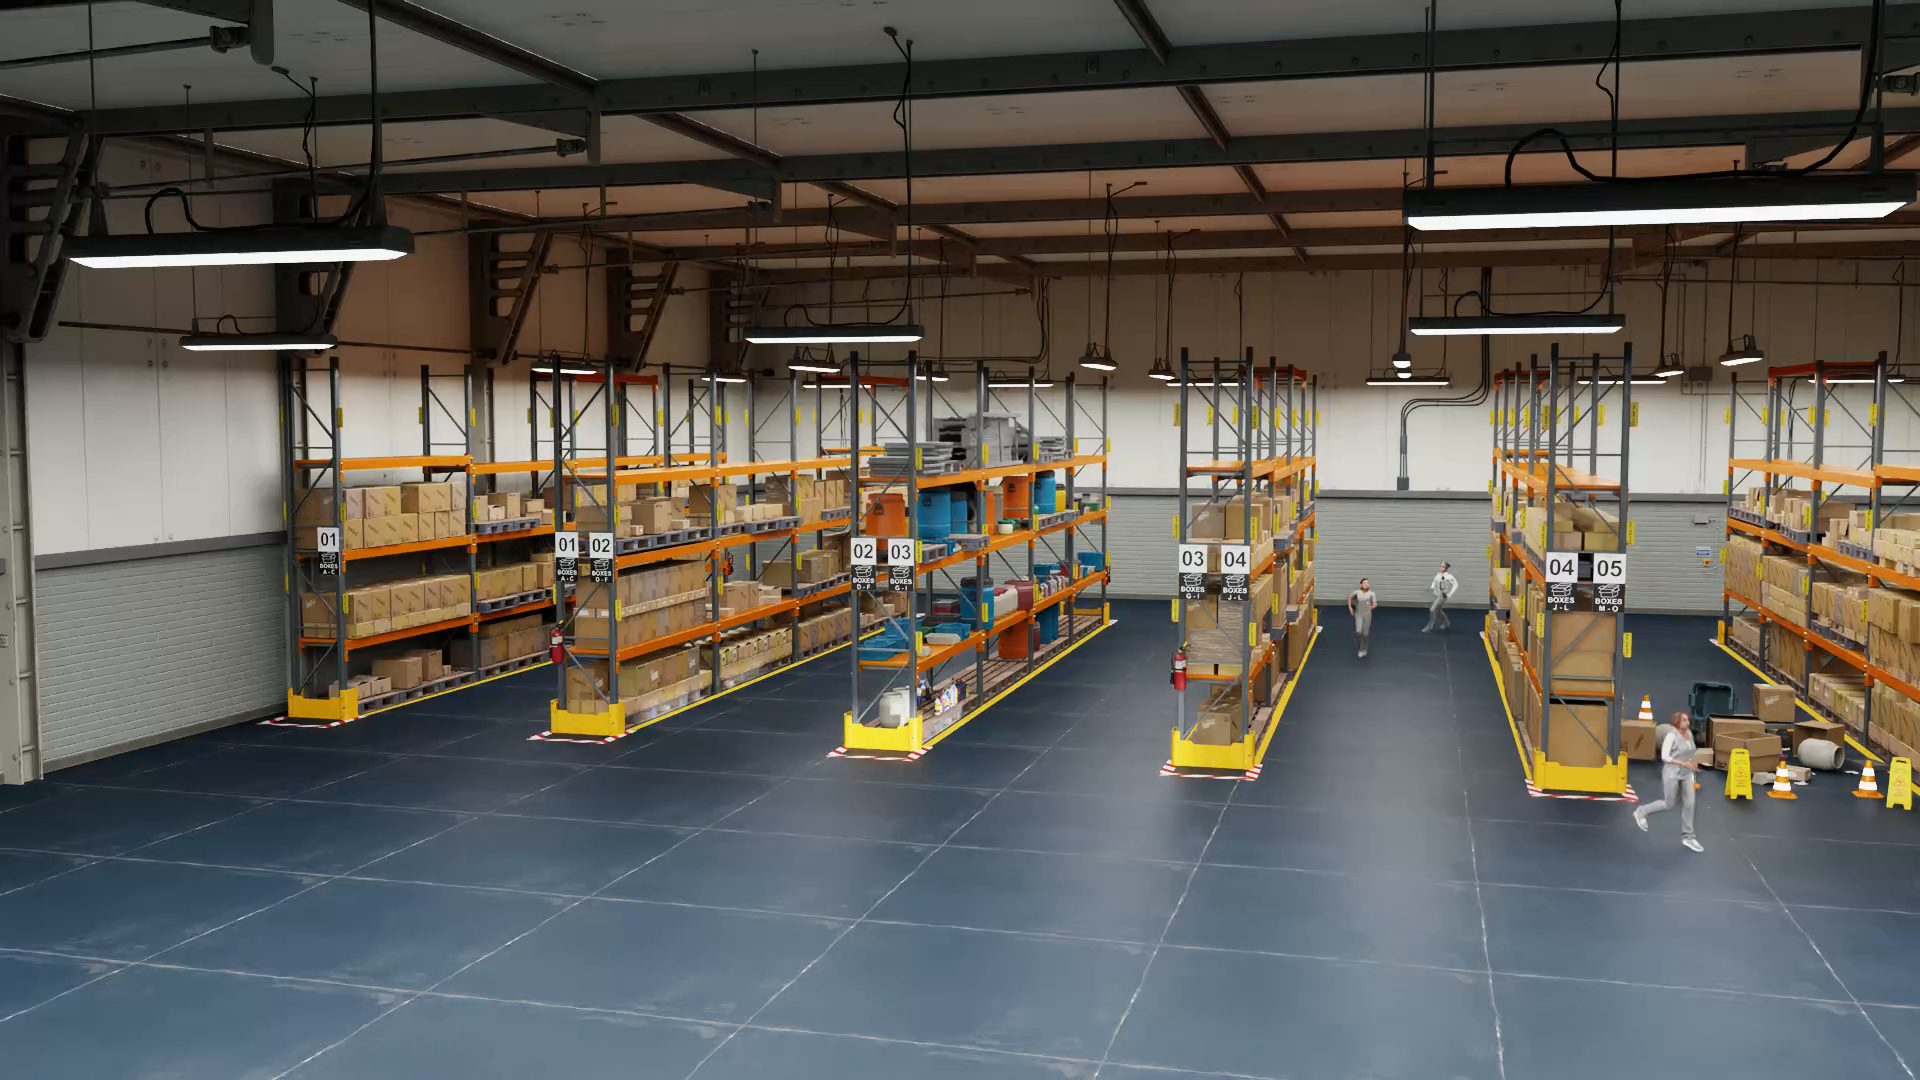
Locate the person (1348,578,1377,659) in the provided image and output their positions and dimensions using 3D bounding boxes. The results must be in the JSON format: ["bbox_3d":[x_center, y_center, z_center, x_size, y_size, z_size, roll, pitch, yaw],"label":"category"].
[{"bbox_3d":[8.428,1.633,34.807,0.570,1.684,0.714,1,4,8],"label":"person"}]

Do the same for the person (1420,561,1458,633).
[{"bbox_3d":[11.199,1.326,38.758,0.814,1.690,0.664,-1,4,-15],"label":"person"}]

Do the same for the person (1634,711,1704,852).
[{"bbox_3d":[8.374,2.782,19.509,0.550,1.599,0.859,-2,5,-27],"label":"person"}]
